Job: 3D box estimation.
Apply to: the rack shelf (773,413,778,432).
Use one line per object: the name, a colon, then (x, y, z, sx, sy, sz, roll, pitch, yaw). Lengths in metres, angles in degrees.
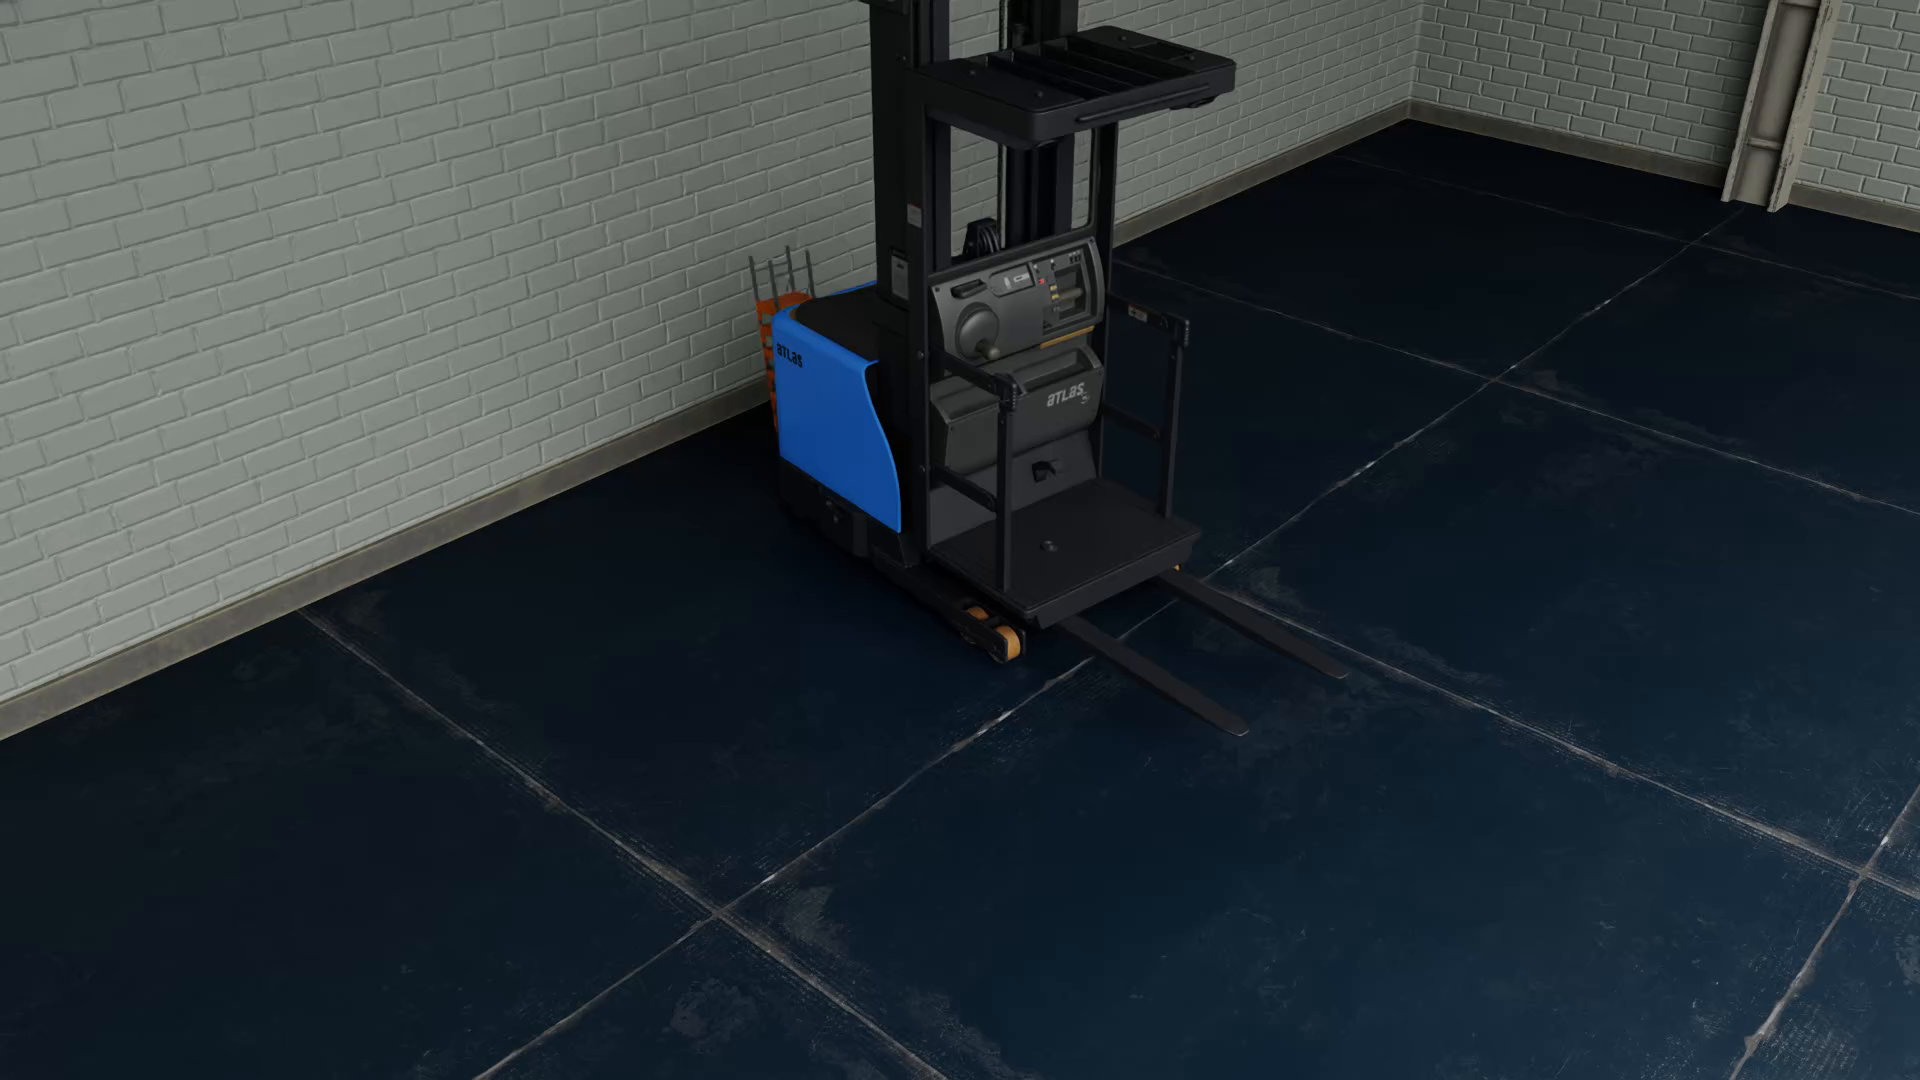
rack shelf: (-0.815, -0.628, 8.658, 0.258, 0.103, 0.180, -22, 28, -32)

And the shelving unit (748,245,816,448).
shelving unit: (-0.844, -0.887, 8.545, 0.258, 1.200, 0.189, -22, 28, -32)

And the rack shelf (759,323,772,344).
rack shelf: (-0.864, -1.065, 8.467, 0.258, 0.103, 0.180, -22, 28, -32)

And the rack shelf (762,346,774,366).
rack shelf: (-0.852, -0.956, 8.515, 0.258, 0.103, 0.180, -22, 28, -32)

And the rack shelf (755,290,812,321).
rack shelf: (-0.877, -1.175, 8.419, 0.258, 0.103, 0.180, -22, 28, -32)

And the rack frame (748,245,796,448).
rack frame: (-0.901, -0.910, 8.613, 0.240, 1.200, 0.006, -22, 28, -32)

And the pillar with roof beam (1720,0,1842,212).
pillar with roof beam: (3.070, -4.752, 7.418, 0.400, 9.000, 9.100, 25, 39, 35)

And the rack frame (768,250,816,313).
rack frame: (-0.788, -0.863, 8.477, 0.240, 1.200, 0.006, -22, 28, -32)

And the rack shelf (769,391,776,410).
rack shelf: (-0.827, -0.737, 8.610, 0.258, 0.103, 0.180, -22, 28, -32)

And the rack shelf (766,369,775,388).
rack shelf: (-0.840, -0.846, 8.562, 0.258, 0.103, 0.180, -22, 28, -32)

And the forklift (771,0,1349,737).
forklift: (0.397, -1.006, 7.079, 1.130, 2.935, 3.031, -23, 38, -33)
